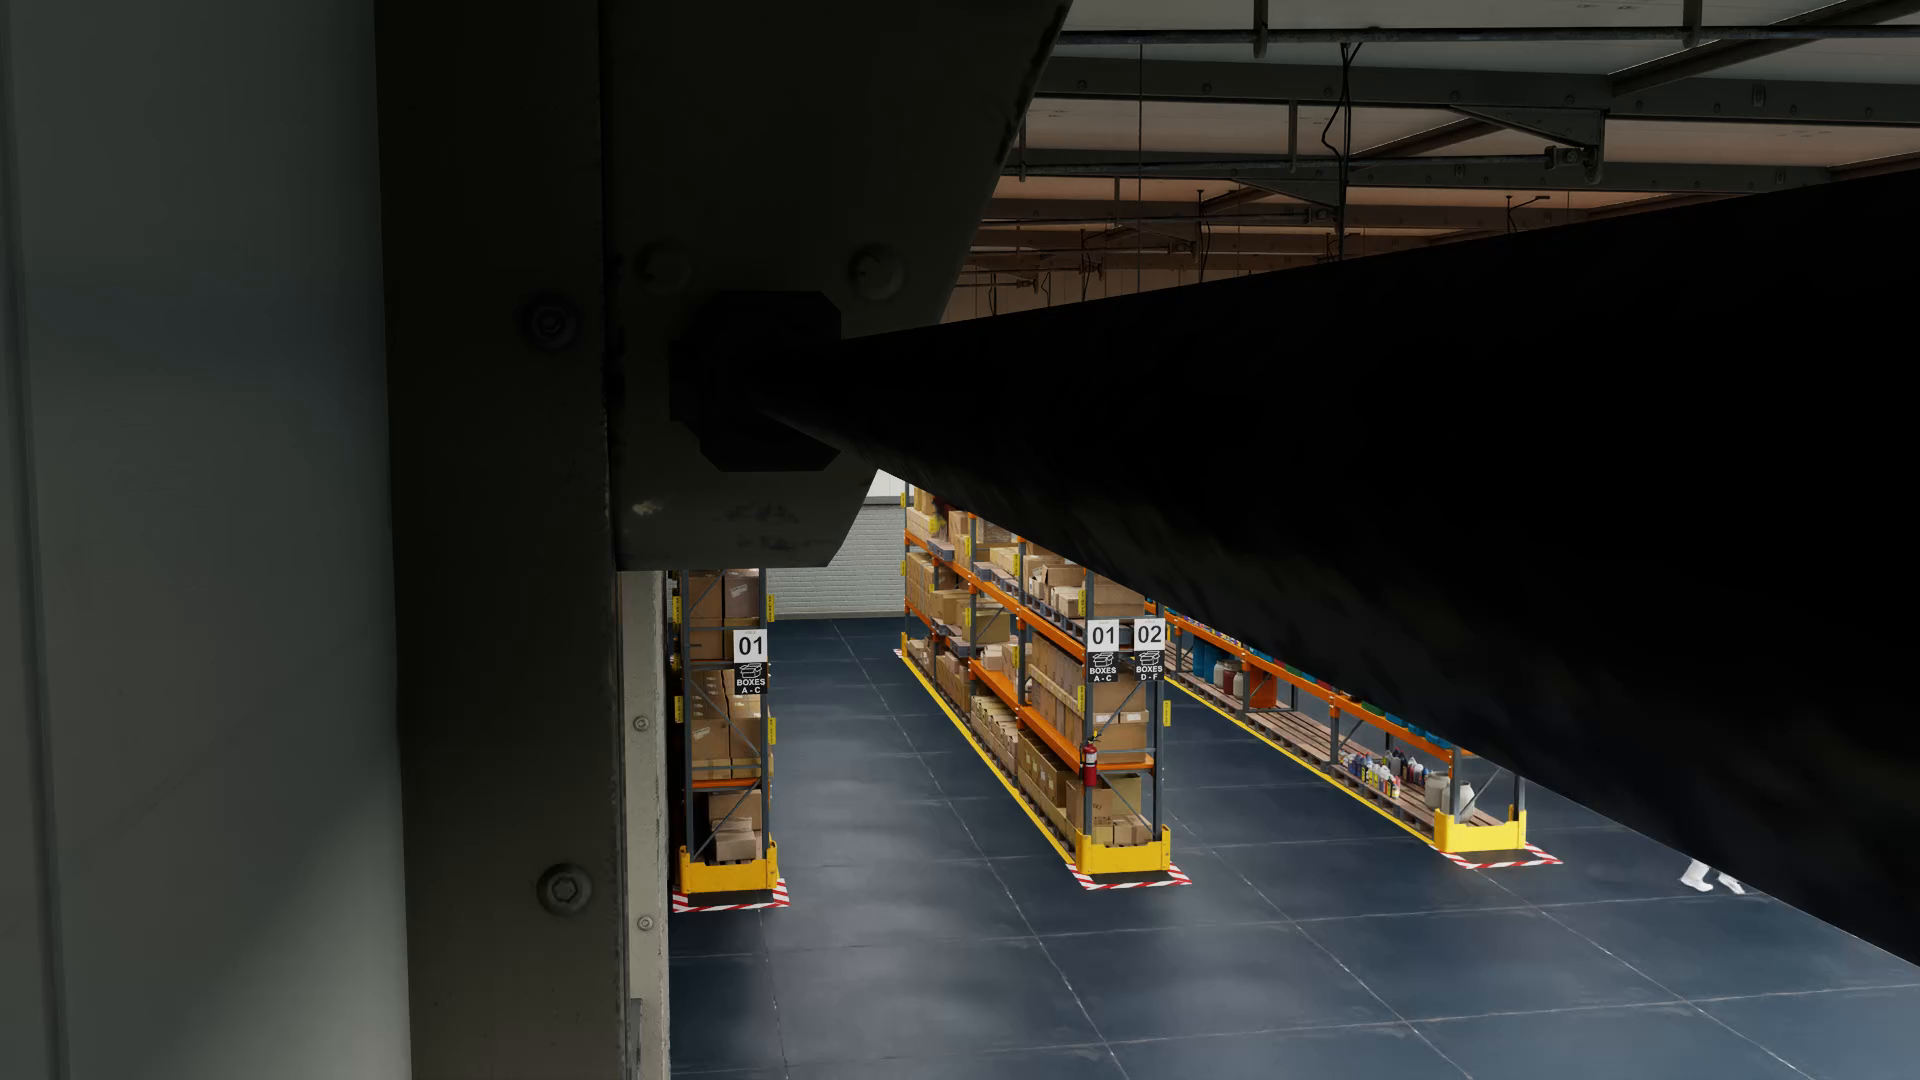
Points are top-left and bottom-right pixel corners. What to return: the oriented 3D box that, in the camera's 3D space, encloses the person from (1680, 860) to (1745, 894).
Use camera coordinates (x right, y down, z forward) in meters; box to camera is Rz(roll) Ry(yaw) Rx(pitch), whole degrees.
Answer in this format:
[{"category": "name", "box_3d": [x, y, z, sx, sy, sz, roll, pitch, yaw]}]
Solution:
[{"category": "person", "box_3d": [9.167, 3.389, 19.987, 0.904, 1.836, 0.645, 2, 6, 16]}]
